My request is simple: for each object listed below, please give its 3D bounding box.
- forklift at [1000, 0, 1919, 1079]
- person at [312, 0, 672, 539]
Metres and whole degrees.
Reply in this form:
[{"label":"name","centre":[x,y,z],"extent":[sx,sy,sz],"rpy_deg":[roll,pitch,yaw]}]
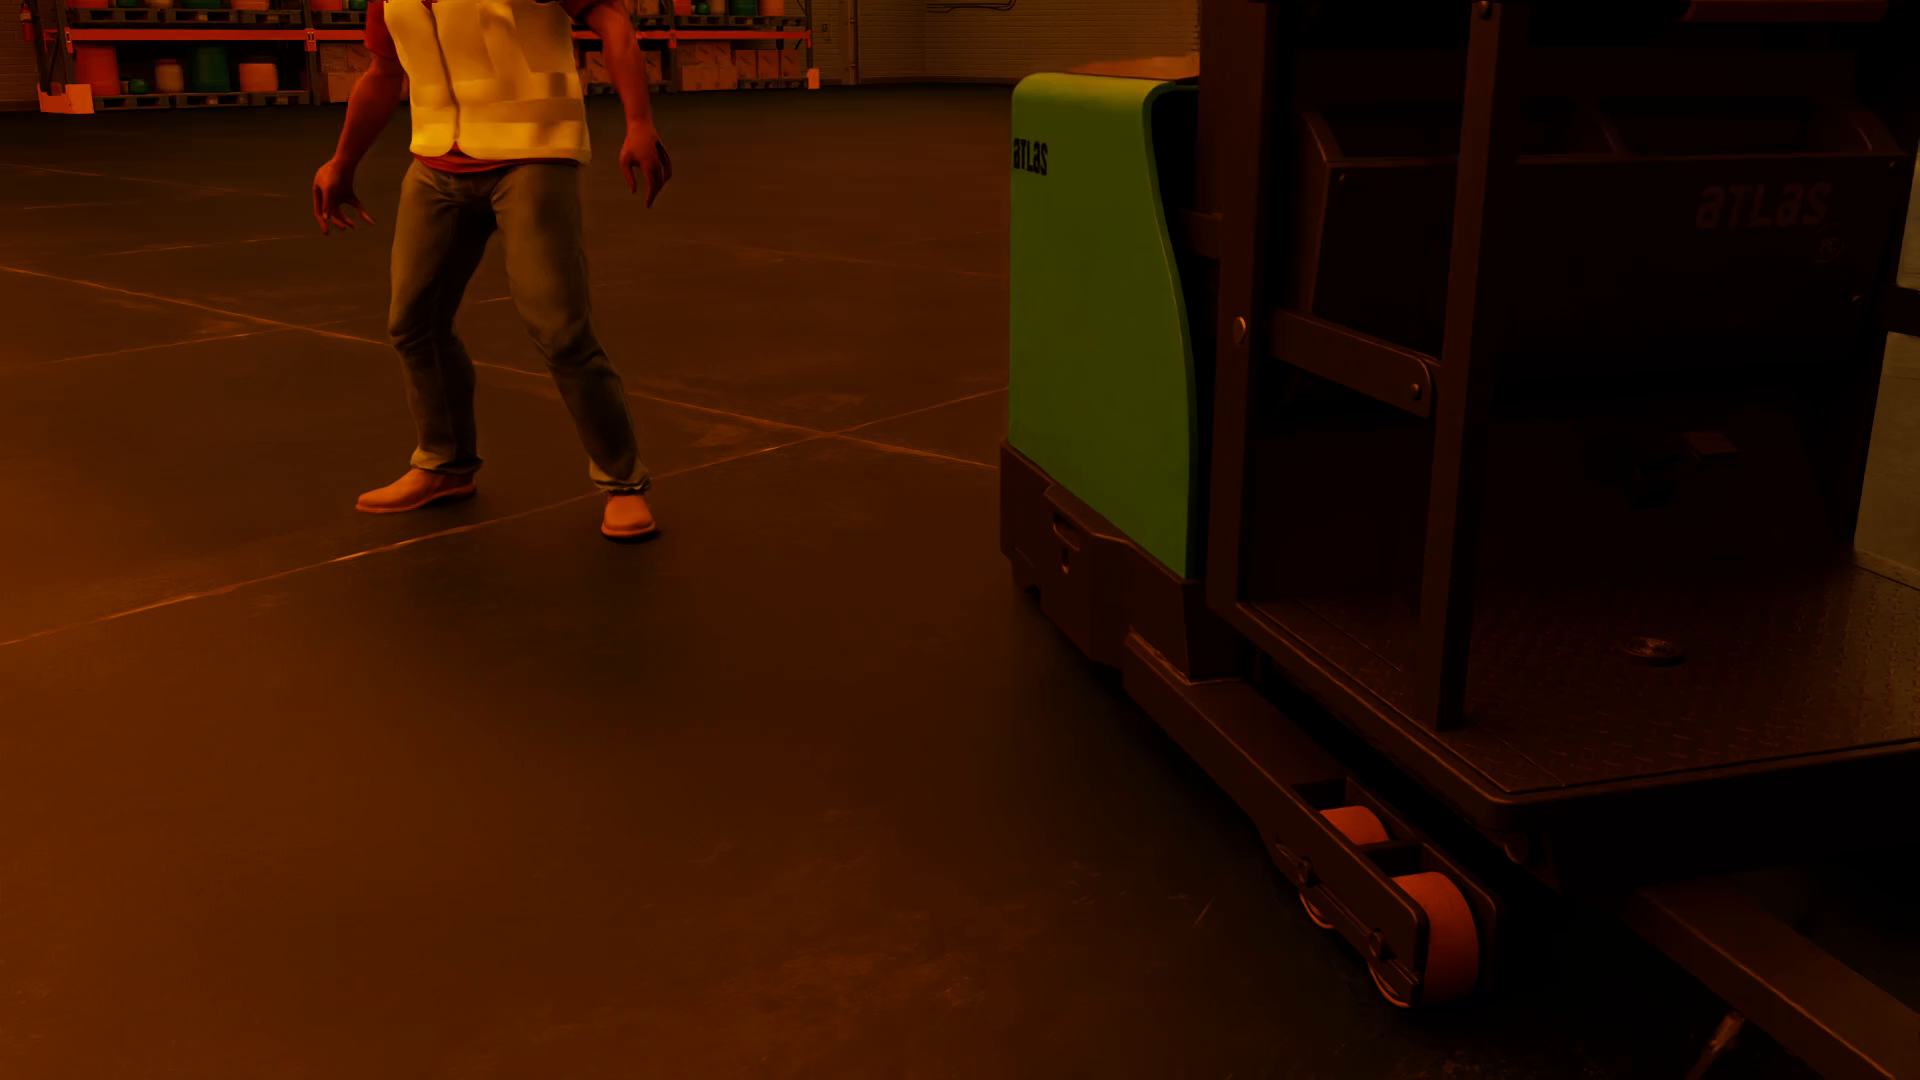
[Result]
[{"label":"forklift","centre":[0.973,-0.952,2.034],"extent":[1.130,2.935,3.031],"rpy_deg":[-5,17,-15]},{"label":"person","centre":[-1.127,-0.862,3.862],"extent":[0.970,1.716,0.435],"rpy_deg":[7,18,22]}]
